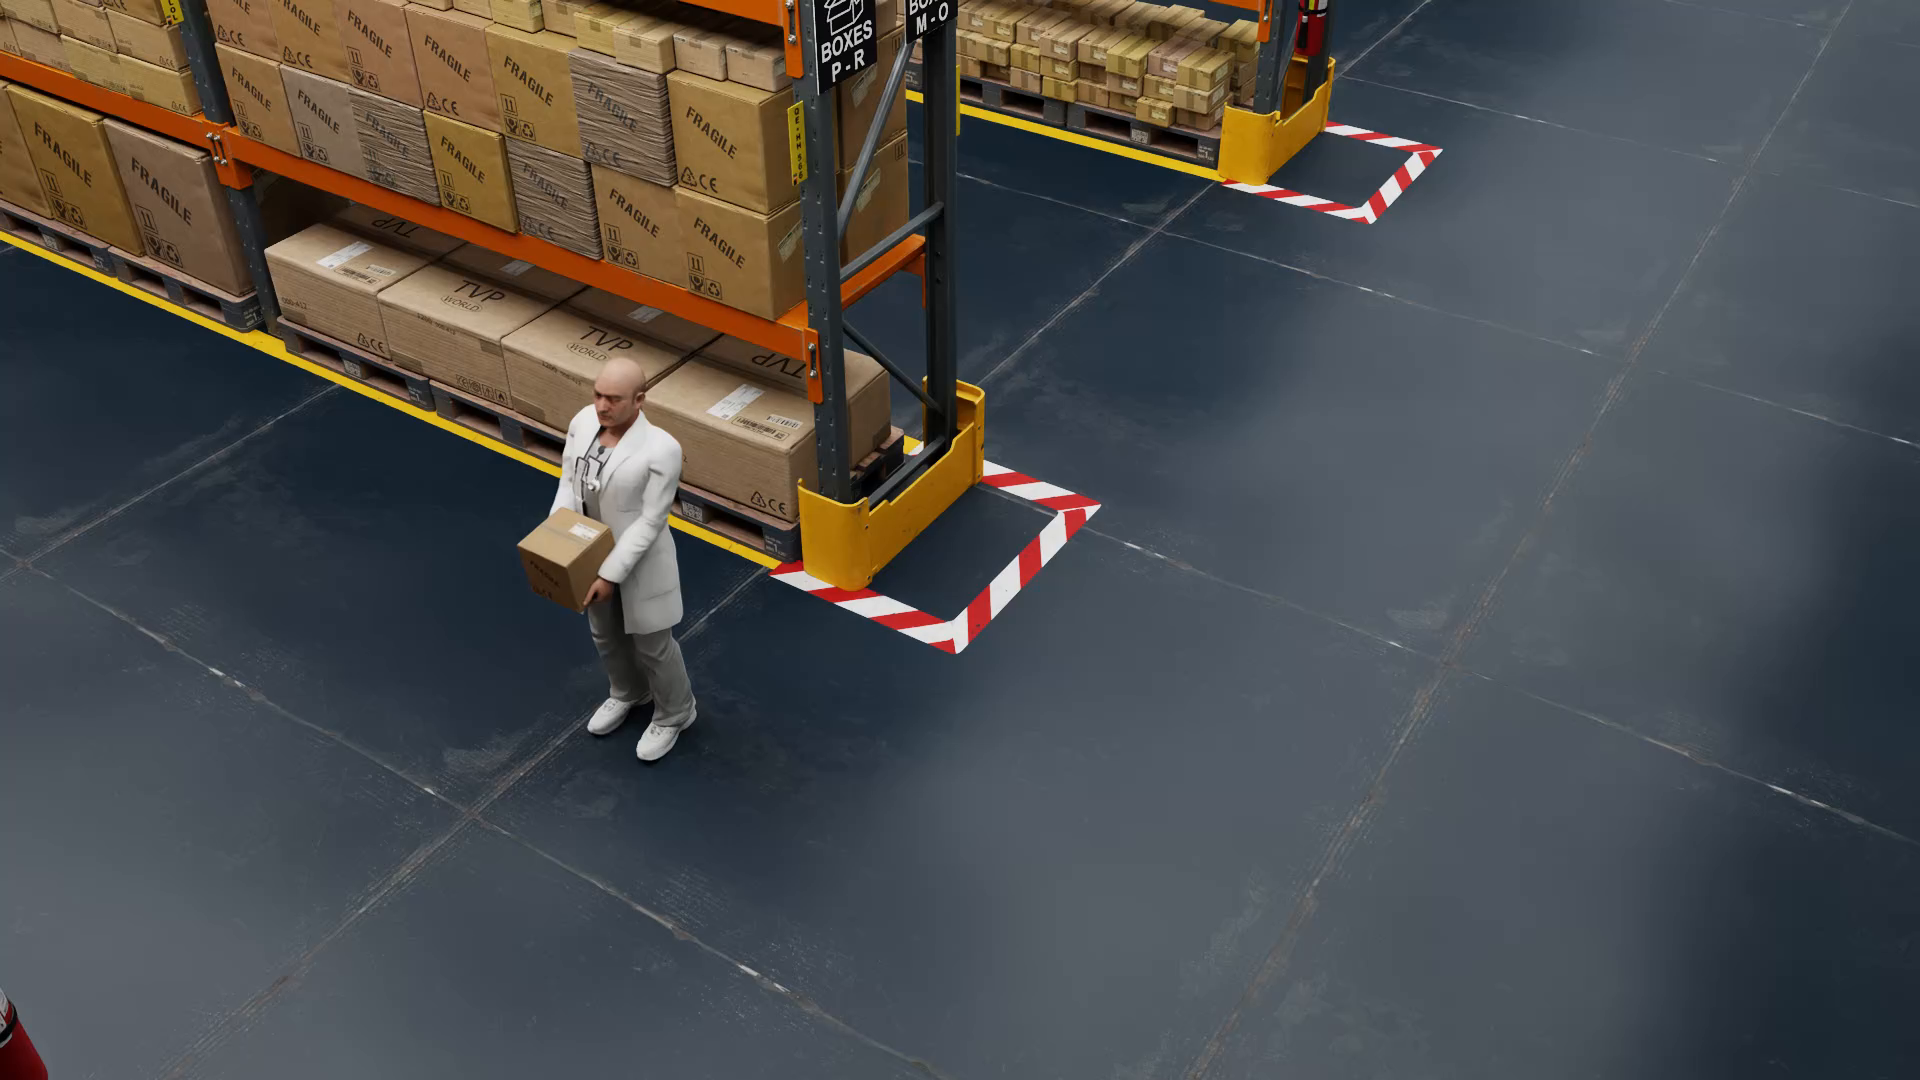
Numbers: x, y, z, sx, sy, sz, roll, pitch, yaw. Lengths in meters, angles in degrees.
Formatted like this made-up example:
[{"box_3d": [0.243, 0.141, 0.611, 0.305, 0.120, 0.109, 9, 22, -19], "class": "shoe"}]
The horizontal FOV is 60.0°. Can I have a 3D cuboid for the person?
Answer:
[{"box_3d": [-1.367, 0.128, 6.534, 0.531, 1.769, 0.555, 22, 43, 25], "class": "person"}]
